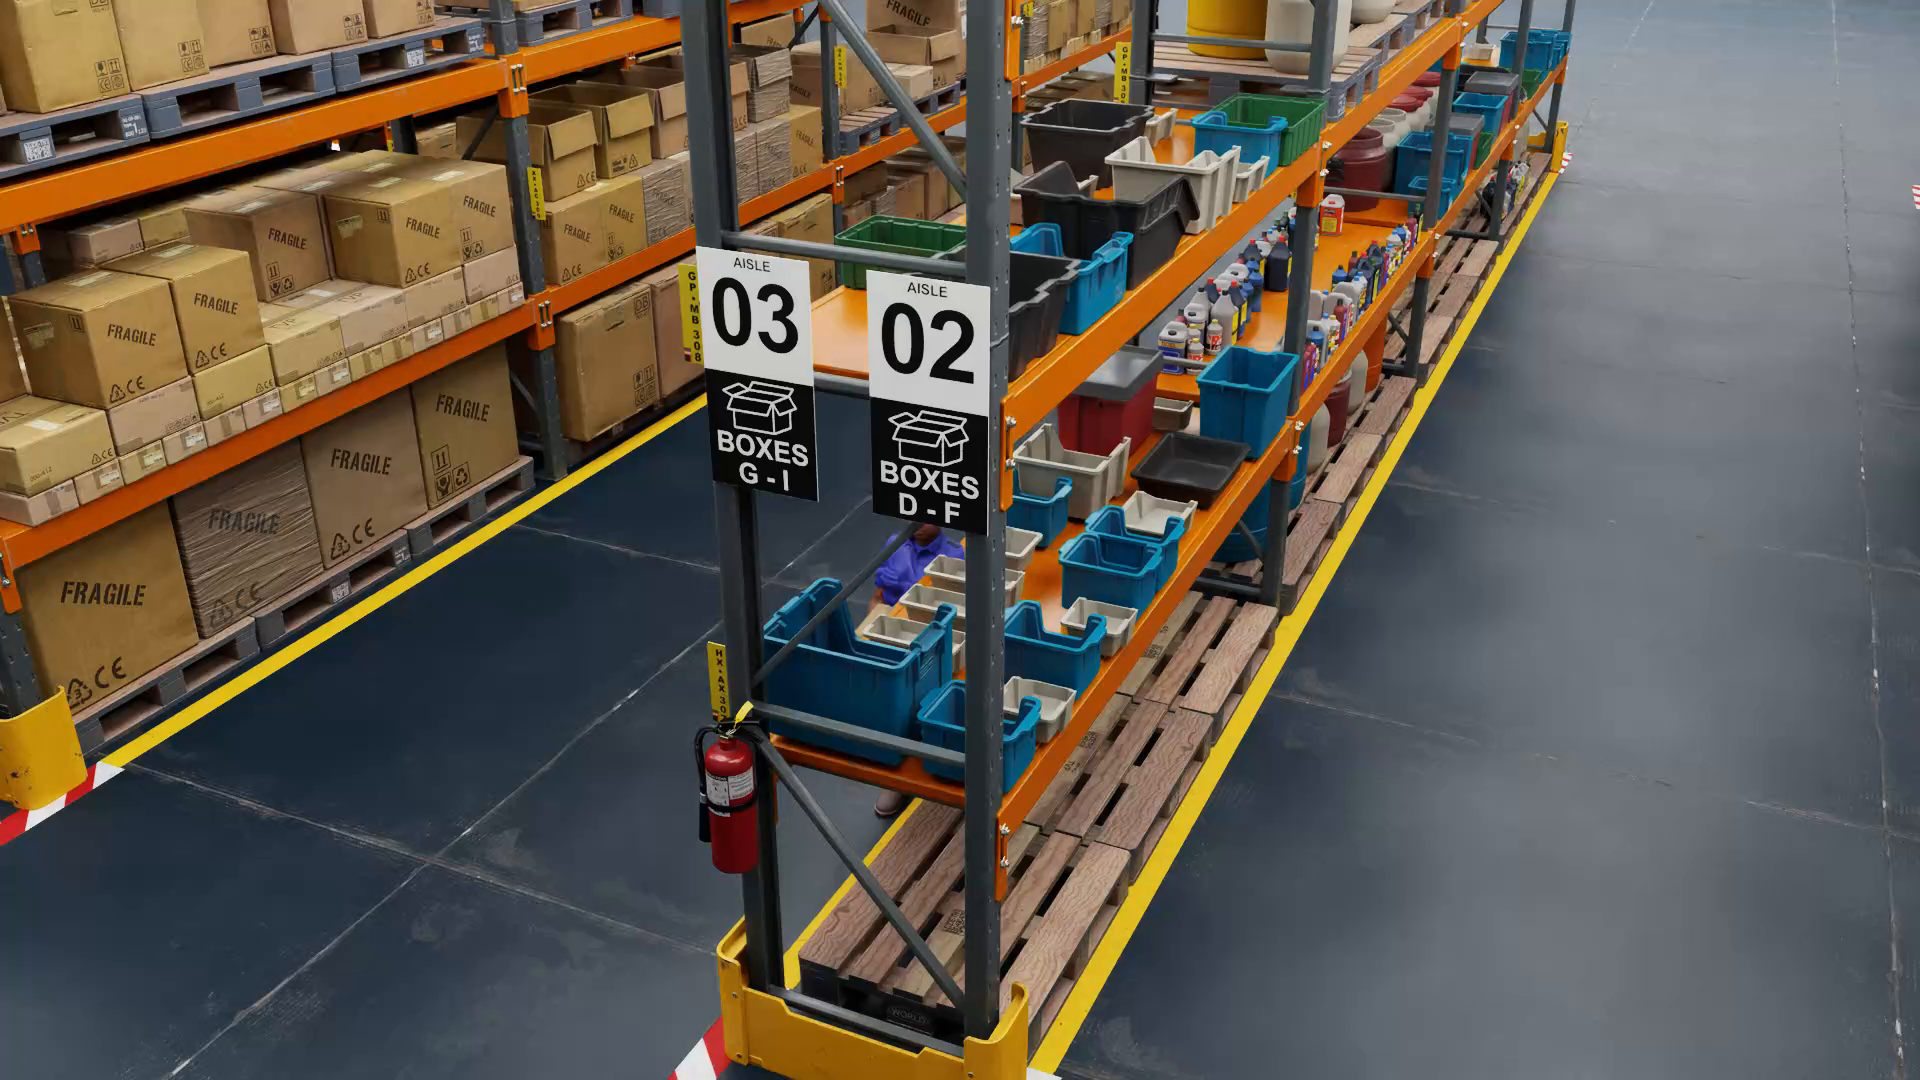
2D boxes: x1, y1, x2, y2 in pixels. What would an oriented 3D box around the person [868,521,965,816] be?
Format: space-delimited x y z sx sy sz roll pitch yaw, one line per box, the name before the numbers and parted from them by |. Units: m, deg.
person | -0.214 0.555 7.506 0.449 1.646 0.519 11 28 22
